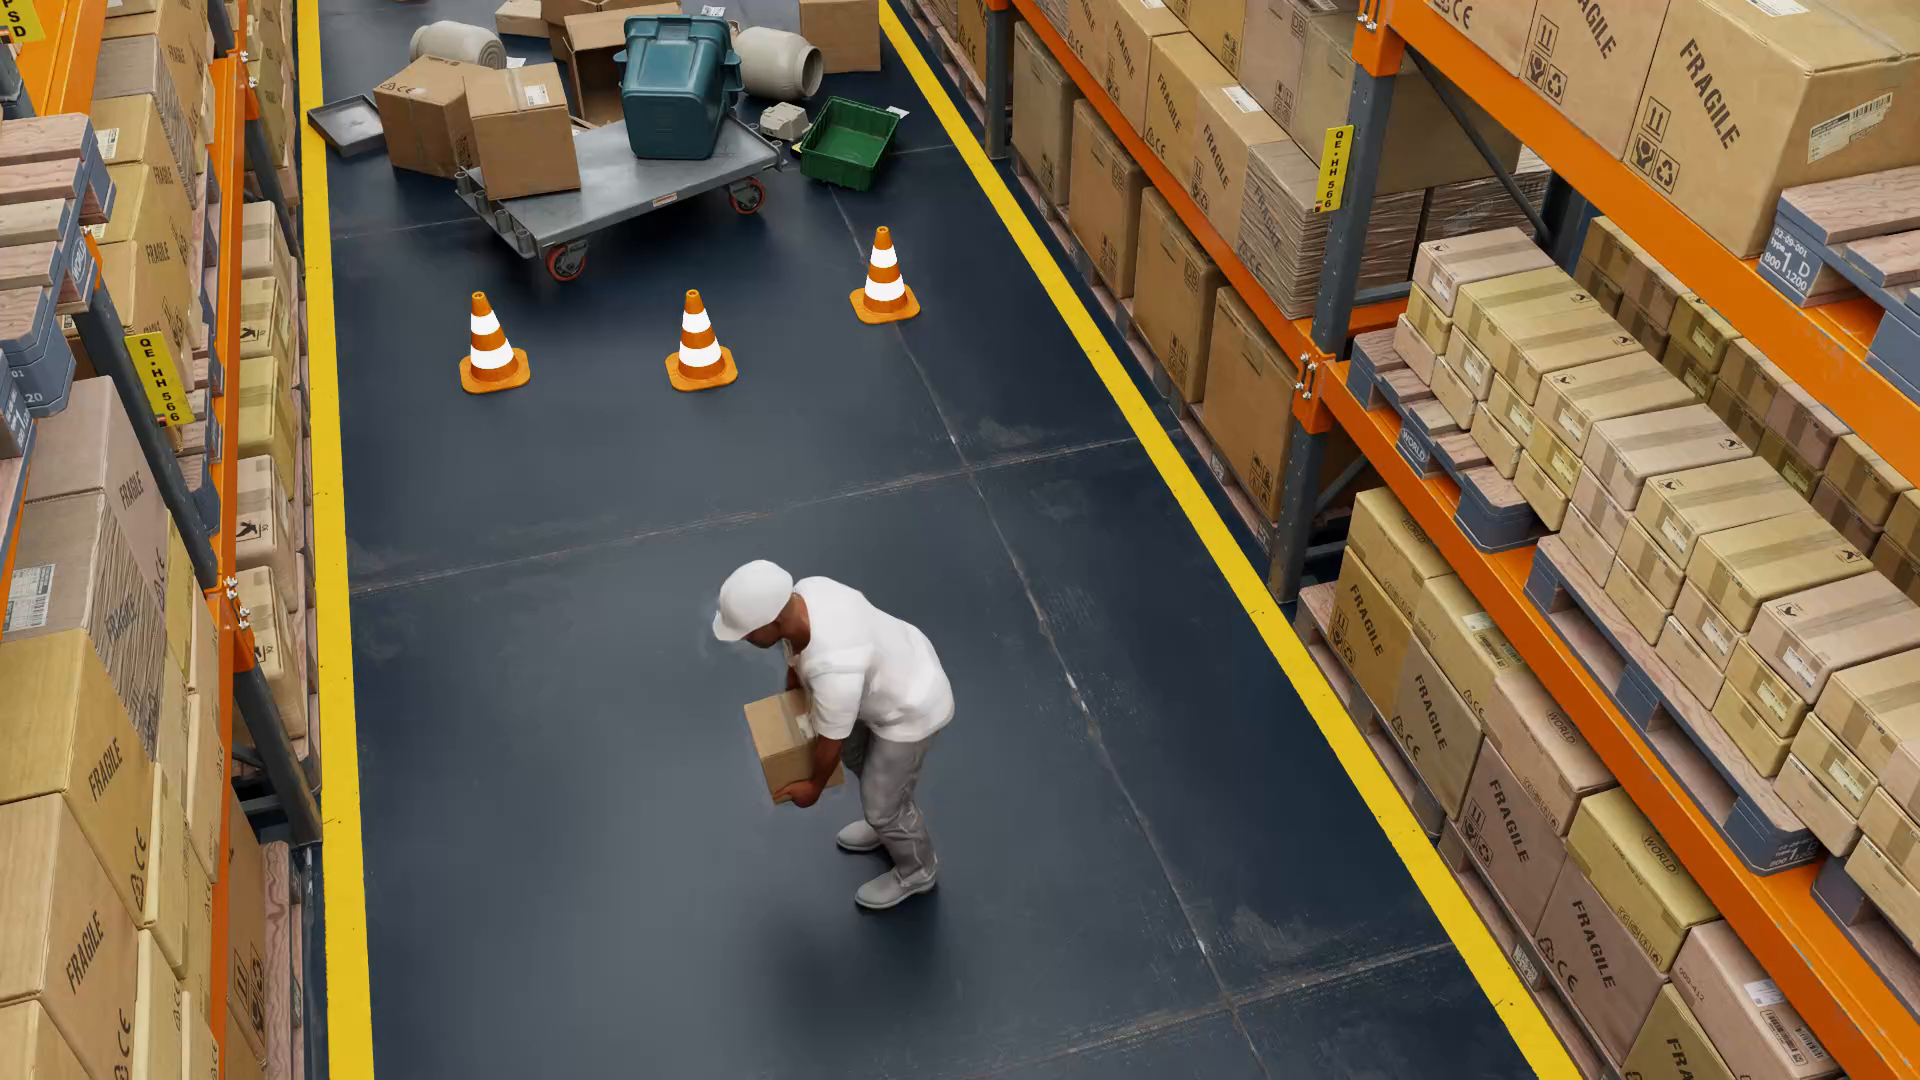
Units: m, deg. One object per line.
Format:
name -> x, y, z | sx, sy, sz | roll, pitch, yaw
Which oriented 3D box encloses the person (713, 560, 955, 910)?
person -> -0.397, 0.634, 5.554 | 0.750, 1.608, 0.480 | -13, 44, -14
